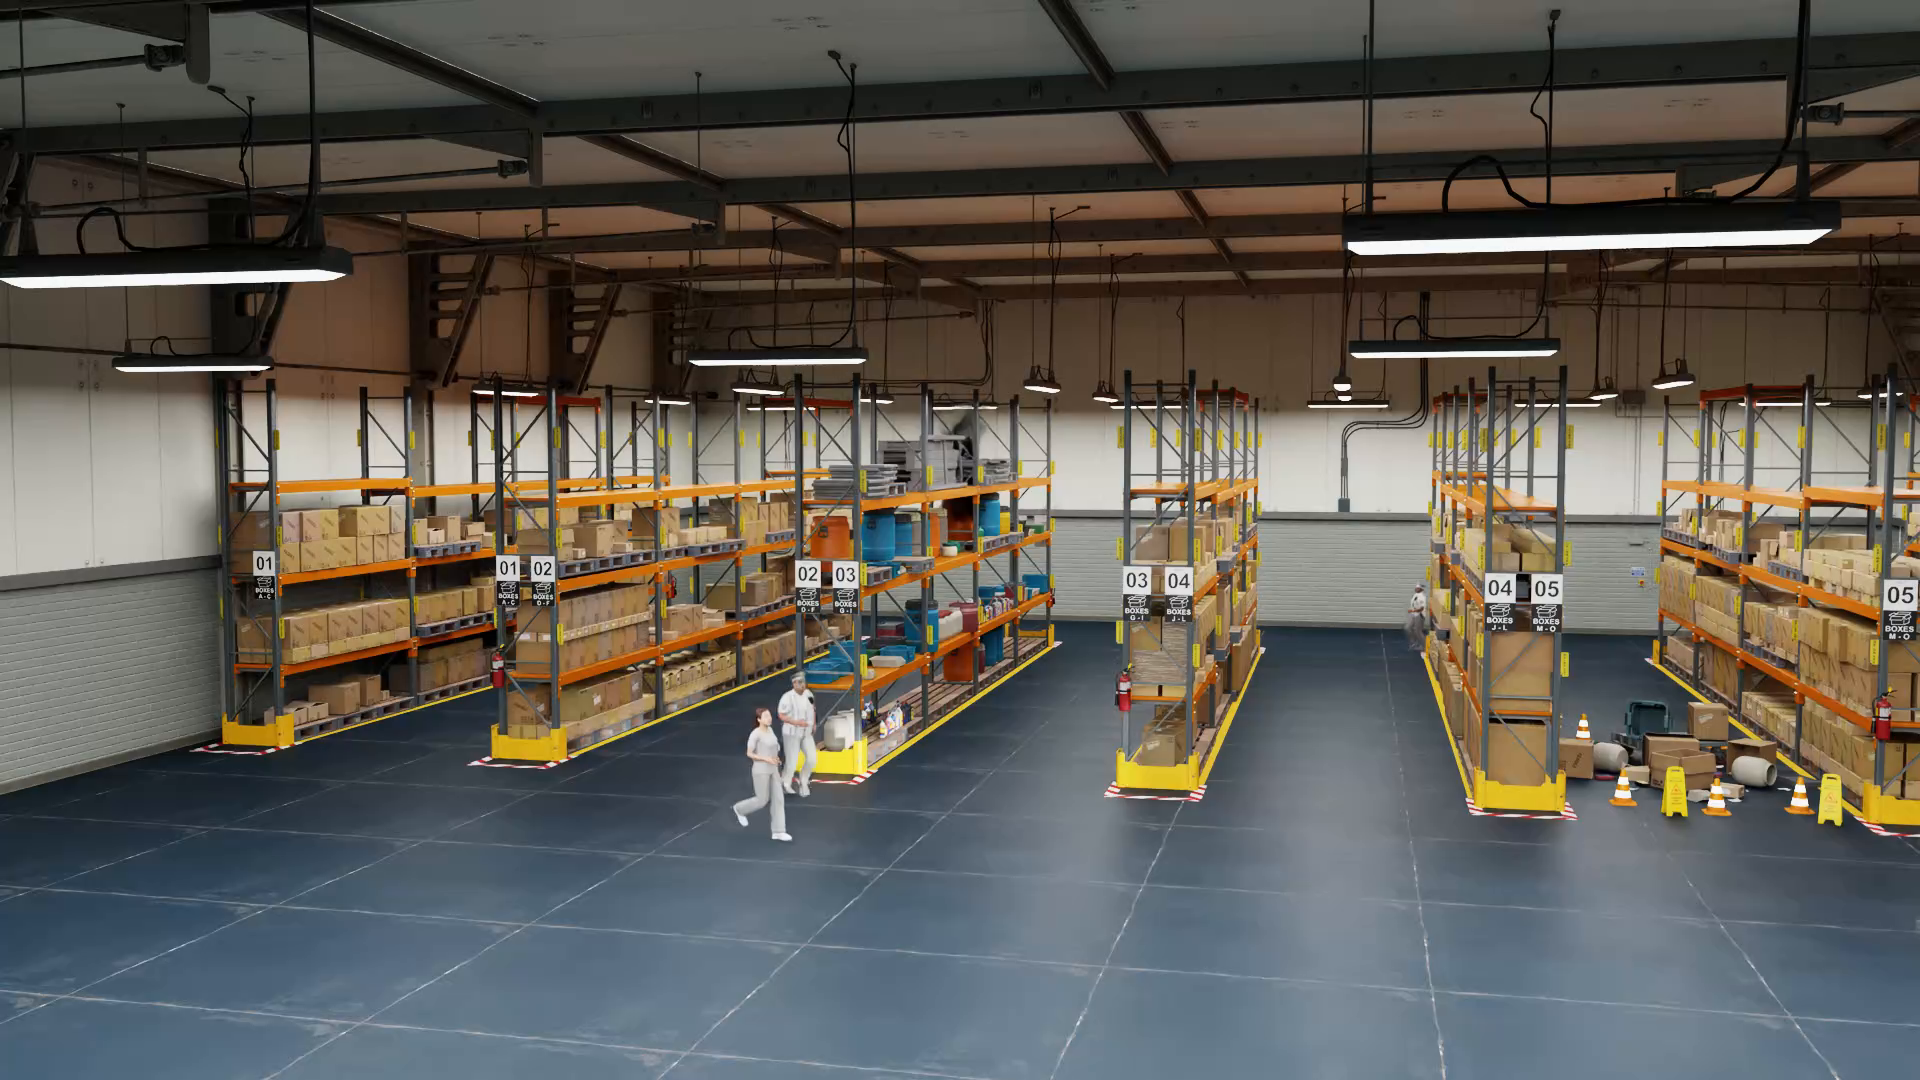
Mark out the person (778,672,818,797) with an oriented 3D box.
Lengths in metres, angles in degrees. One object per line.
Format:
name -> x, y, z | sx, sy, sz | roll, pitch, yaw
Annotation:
person -> -2.232, 2.742, 23.336 | 0.687, 1.805, 0.704 | -2, 4, -35

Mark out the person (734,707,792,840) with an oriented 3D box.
person -> -2.450, 2.912, 20.851 | 0.924, 1.645, 0.570 | 2, 4, 35

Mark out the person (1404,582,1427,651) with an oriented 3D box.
person -> 10.813, 1.827, 39.317 | 0.629, 1.694, 0.613 | -1, 4, -15
